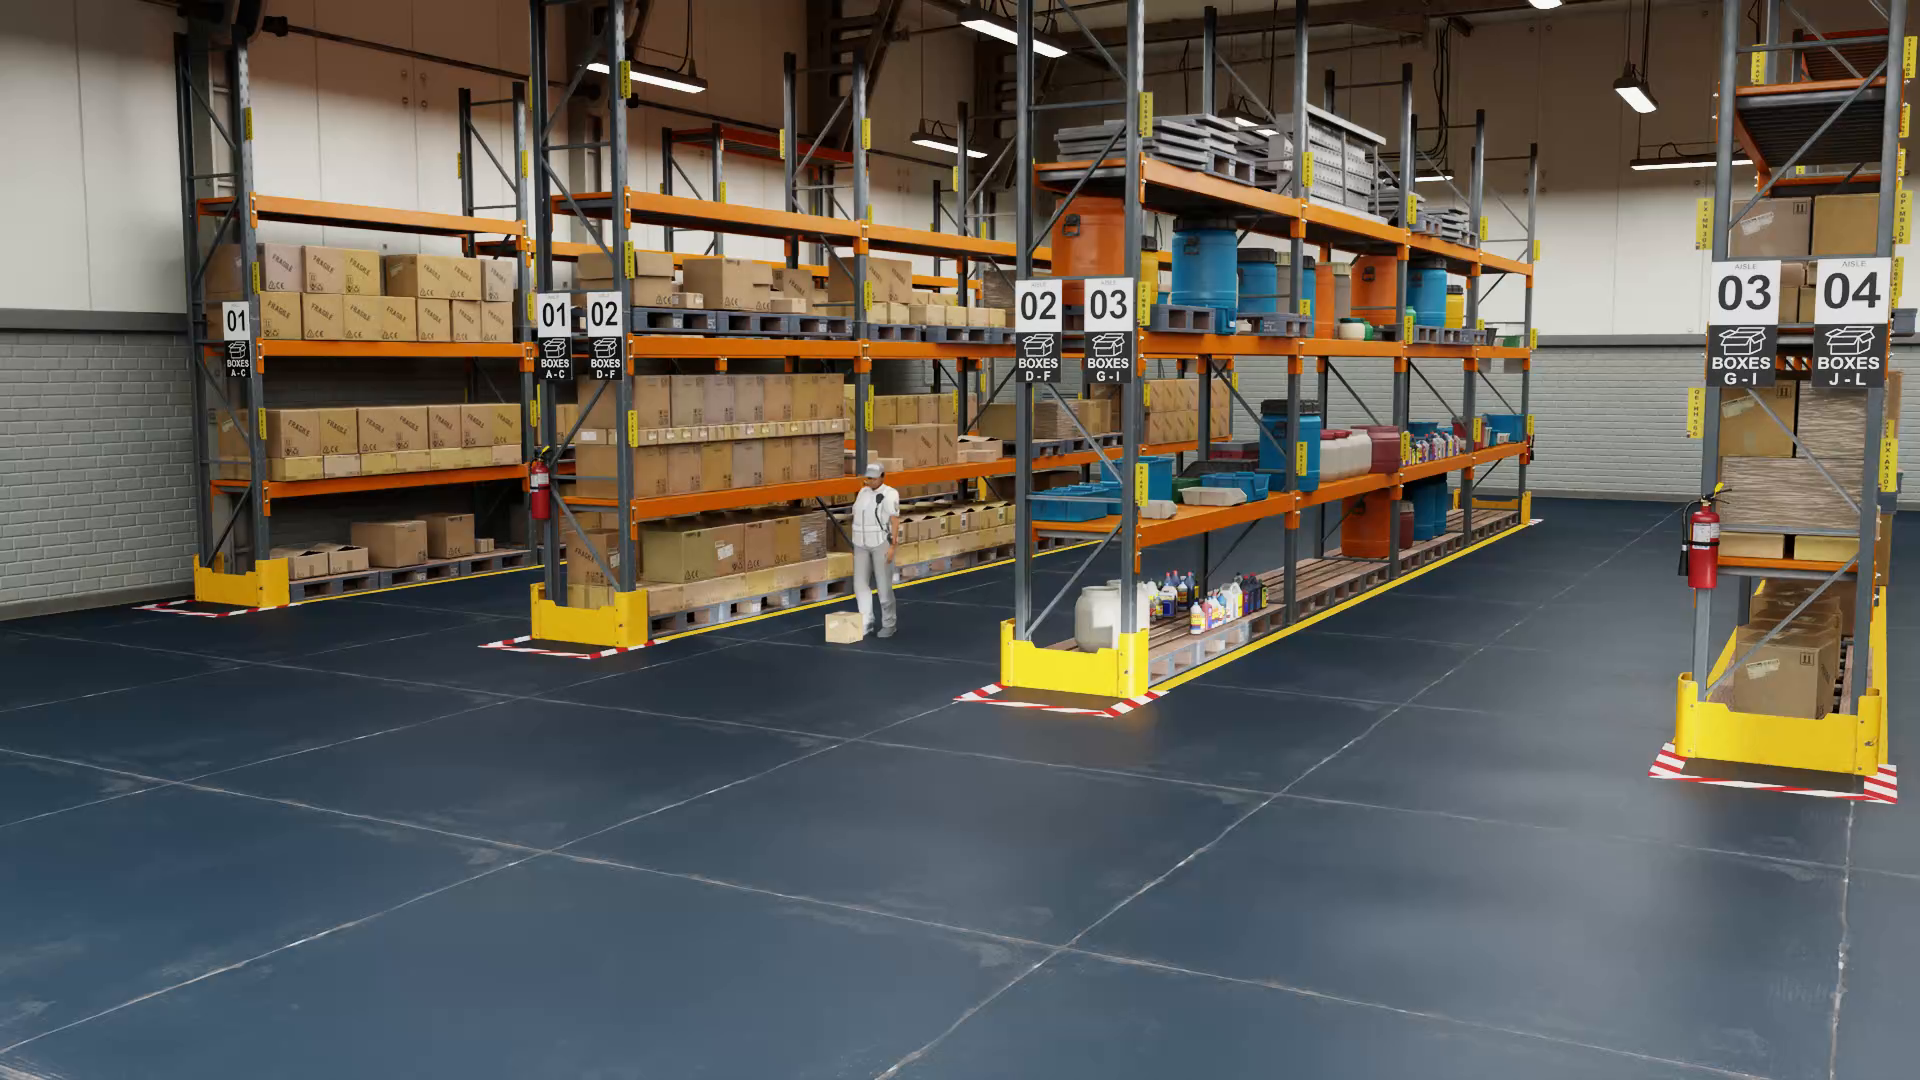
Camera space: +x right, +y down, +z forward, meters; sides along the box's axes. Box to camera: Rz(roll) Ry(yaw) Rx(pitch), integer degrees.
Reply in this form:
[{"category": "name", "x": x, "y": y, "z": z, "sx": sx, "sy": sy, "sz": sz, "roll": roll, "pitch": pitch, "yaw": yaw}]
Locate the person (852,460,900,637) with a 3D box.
[{"category": "person", "x": -0.796, "y": 0.078, "z": 15.708, "sx": 0.471, "sy": 1.662, "sz": 0.390, "roll": 3, "pitch": 7, "yaw": 29}]
